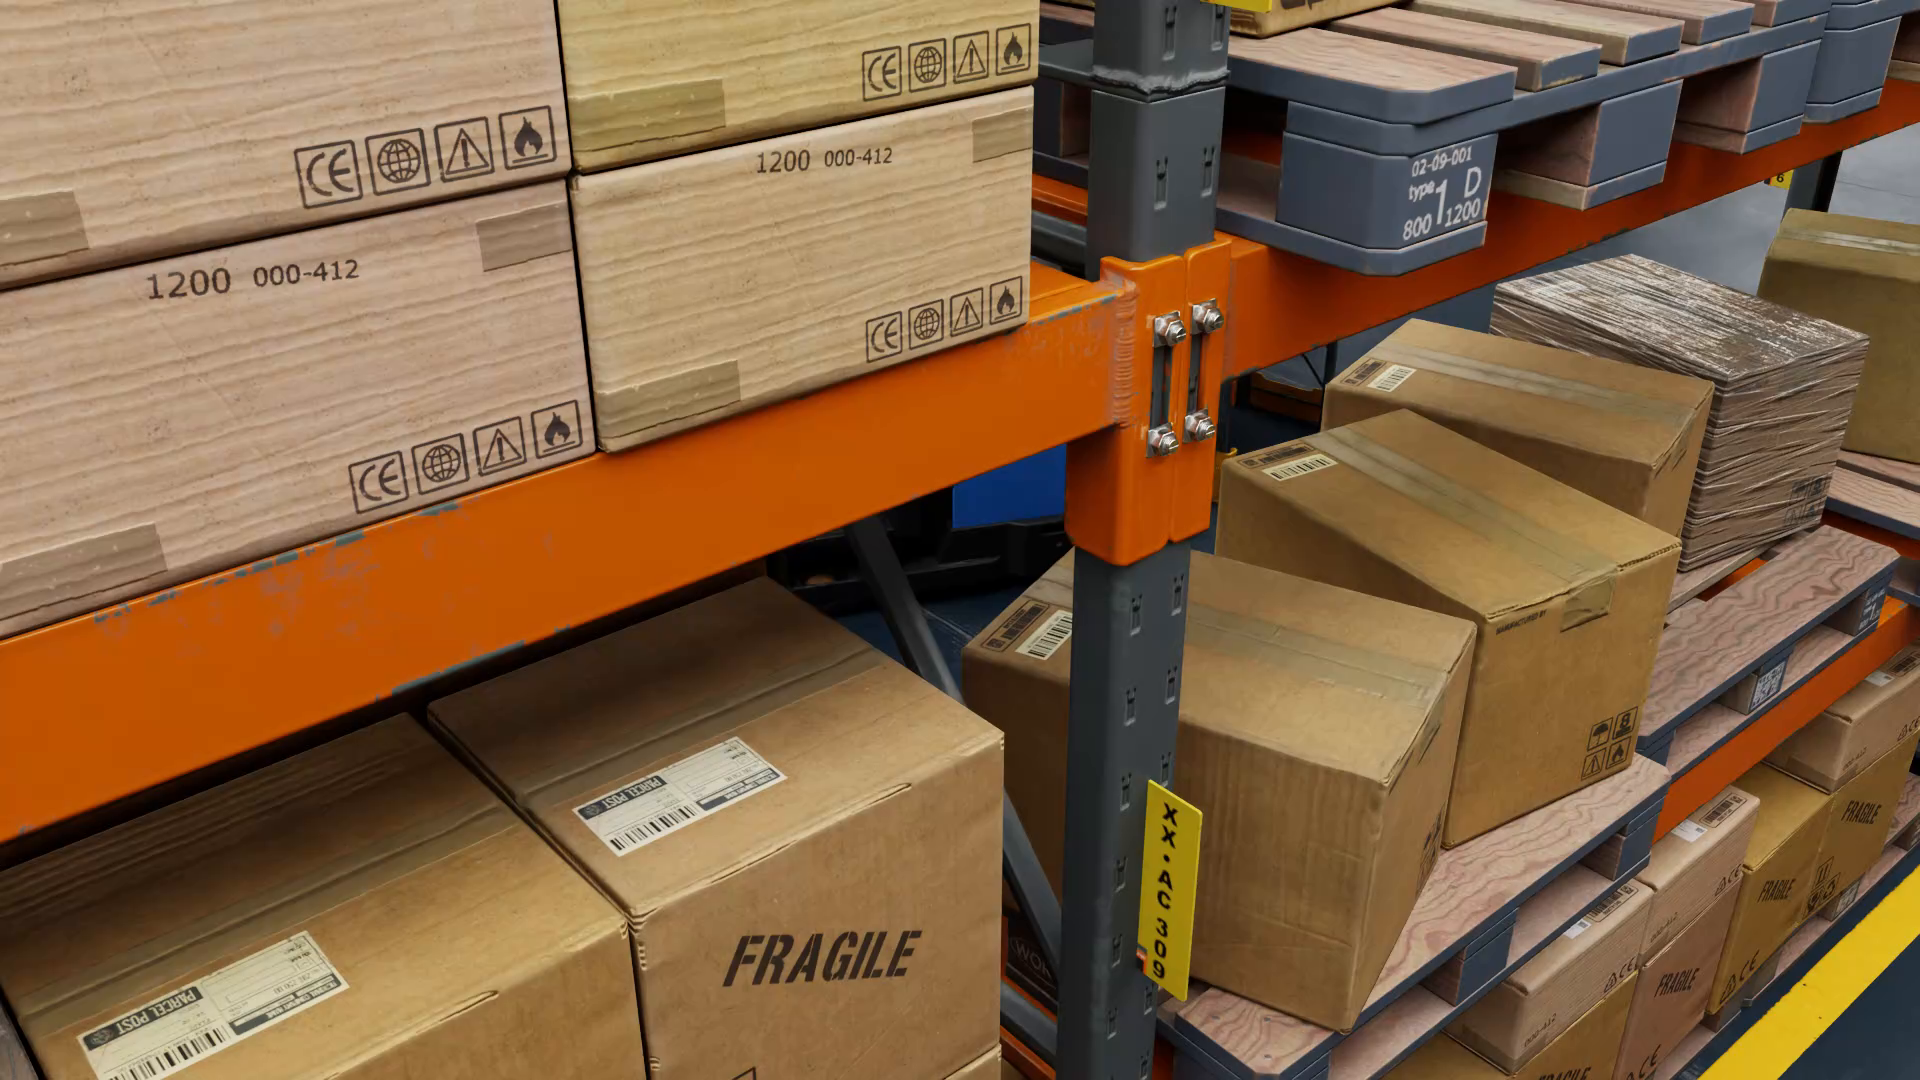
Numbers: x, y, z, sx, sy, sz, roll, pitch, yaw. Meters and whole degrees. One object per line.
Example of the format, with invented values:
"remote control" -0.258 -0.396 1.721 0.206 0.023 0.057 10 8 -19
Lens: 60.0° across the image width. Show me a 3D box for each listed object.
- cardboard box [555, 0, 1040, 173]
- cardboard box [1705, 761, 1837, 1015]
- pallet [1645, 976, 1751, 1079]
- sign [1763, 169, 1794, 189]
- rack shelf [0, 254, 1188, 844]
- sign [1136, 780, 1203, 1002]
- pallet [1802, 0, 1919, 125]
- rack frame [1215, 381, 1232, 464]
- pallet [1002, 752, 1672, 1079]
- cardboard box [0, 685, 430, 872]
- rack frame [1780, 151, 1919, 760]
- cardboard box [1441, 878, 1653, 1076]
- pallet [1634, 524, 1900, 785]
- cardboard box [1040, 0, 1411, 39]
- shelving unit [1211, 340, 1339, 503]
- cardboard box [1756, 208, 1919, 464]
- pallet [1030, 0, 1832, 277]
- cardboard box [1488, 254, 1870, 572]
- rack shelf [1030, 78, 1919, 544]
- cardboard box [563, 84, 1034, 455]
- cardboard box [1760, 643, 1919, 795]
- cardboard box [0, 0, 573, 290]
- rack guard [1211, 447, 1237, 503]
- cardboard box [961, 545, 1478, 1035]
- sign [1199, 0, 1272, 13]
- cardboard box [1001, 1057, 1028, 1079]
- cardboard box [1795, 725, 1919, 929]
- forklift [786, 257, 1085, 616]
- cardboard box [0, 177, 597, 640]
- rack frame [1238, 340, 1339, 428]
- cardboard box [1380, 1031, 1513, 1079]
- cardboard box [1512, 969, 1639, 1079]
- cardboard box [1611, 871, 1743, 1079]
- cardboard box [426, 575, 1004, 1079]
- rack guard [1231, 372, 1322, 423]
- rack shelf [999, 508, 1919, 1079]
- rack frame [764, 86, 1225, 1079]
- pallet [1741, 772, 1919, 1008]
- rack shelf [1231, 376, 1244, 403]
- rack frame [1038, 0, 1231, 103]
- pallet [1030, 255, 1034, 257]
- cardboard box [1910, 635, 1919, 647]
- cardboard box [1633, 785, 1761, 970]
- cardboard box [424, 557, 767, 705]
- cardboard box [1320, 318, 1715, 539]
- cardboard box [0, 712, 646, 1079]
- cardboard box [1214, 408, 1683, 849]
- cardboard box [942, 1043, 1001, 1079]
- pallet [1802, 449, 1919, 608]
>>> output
"cardboard box" -0.273 -0.564 1.569 0.500 0.250 0.500 -22 35 -35
"cardboard box" 2.011 0.881 4.605 0.500 0.500 0.500 -23 36 -37
"pallet" 1.444 1.260 4.669 1.213 0.211 1.003 -22 35 -35
"sign" 2.601 -1.265 5.206 0.005 0.325 0.100 -22 35 -35
"rack shelf" -1.600 0.274 1.136 4.000 0.370 1.077 -22 35 -35
"sign" 0.279 0.478 2.255 0.005 0.325 0.100 -22 35 -35
"pallet" 1.250 -1.065 3.078 1.003 0.211 1.213 -22 35 -35
"rack frame" 1.000 -0.921 7.381 0.500 1.500 0.032 21 34 34
"pallet" 0.600 0.547 3.248 1.213 0.211 1.003 -22 35 -35
"cardboard box" -1.012 0.384 2.183 0.500 0.500 0.500 -23 36 -36
"rack frame" 2.964 -0.556 5.109 0.127 3.000 1.000 -22 35 -35
"cardboard box" 1.208 0.878 3.813 0.500 0.250 0.500 -22 35 -35
"pallet" 1.488 0.125 4.037 1.213 0.211 1.003 -22 35 -35
"cardboard box" 0.352 -1.057 2.205 0.600 0.600 0.600 25 37 38
"shelving unit" 1.314 -1.104 7.724 0.587 1.500 1.083 21 34 34
"cardboard box" 2.558 -0.553 4.550 0.700 0.500 0.500 15 32 26
"pallet" 0.463 -0.747 2.482 1.003 0.211 1.213 -22 35 -35
"cardboard box" 1.738 -0.341 4.154 0.500 0.500 0.700 -15 32 -26
"rack shelf" 1.443 -0.950 3.426 4.000 0.370 1.077 -22 35 -35
"cardboard box" -0.276 -0.345 1.690 0.500 0.250 0.500 -22 35 -35
"cardboard box" 2.365 0.410 4.689 0.500 0.250 0.500 -20 34 -33
"cardboard box" -0.655 -0.412 1.285 0.500 0.250 0.500 -22 35 -35
"rack guard" 1.001 -0.370 7.677 0.587 0.250 0.087 21 34 34
"cardboard box" 0.427 0.373 2.817 0.700 0.500 0.500 15 32 26
"sign" 0.279 -0.691 1.630 0.005 0.325 0.100 -22 35 -35
"cardboard box" 0.110 1.322 3.779 0.500 0.500 0.500 -22 35 -35
"cardboard box" 2.405 0.722 4.901 0.500 0.500 0.500 -20 34 -33
"forklift" -0.600 -1.239 6.459 3.031 2.935 1.130 -7 29 -14
"cardboard box" -0.663 -0.196 1.411 0.500 0.250 0.500 -22 35 -35
"rack frame" 1.638 -1.294 8.080 0.500 1.500 0.032 21 34 34
"cardboard box" 0.846 1.348 3.730 0.500 0.500 0.500 -21 35 -34
"cardboard box" 1.231 1.198 4.011 0.500 0.500 0.500 -21 35 -34
"cardboard box" 1.616 1.043 4.301 0.500 0.500 0.500 -23 36 -37
"cardboard box" -0.296 0.430 2.096 0.500 0.500 0.500 -22 35 -35
"rack guard" 1.626 -0.735 8.361 0.587 0.250 0.087 21 34 34
"rack shelf" 1.443 0.373 4.133 4.000 0.370 1.077 -22 35 -35
"rack frame" -0.079 0.667 2.819 0.127 3.000 1.000 -22 35 -35
"pallet" 2.372 0.888 5.364 1.213 0.211 1.003 -22 35 -35
"rack shelf" 1.319 -0.949 7.815 0.538 0.185 1.000 21 34 34
"rack frame" -0.079 -1.979 1.405 0.127 3.000 1.000 -22 35 -35
"pallet" 0.366 -1.327 9.509 1.213 0.211 1.003 -22 35 -35
"cardboard box" 3.553 0.416 5.760 0.500 0.250 0.500 -22 35 -35
"cardboard box" 1.589 0.725 4.101 0.500 0.250 0.500 -23 36 -36
"cardboard box" -0.620 0.226 2.479 0.500 0.500 0.500 -21 34 -34
"cardboard box" 1.225 -0.125 3.749 0.700 0.500 0.500 18 33 30
"cardboard box" -0.684 0.587 1.801 0.500 0.500 0.500 -23 36 -36
"cardboard box" 0.909 0.140 3.254 0.500 0.500 0.700 -16 32 -27
"cardboard box" -0.293 0.868 2.337 0.500 0.500 0.500 -21 35 -34
"pallet" 2.494 -0.239 4.719 1.003 0.211 1.213 -22 35 -35
